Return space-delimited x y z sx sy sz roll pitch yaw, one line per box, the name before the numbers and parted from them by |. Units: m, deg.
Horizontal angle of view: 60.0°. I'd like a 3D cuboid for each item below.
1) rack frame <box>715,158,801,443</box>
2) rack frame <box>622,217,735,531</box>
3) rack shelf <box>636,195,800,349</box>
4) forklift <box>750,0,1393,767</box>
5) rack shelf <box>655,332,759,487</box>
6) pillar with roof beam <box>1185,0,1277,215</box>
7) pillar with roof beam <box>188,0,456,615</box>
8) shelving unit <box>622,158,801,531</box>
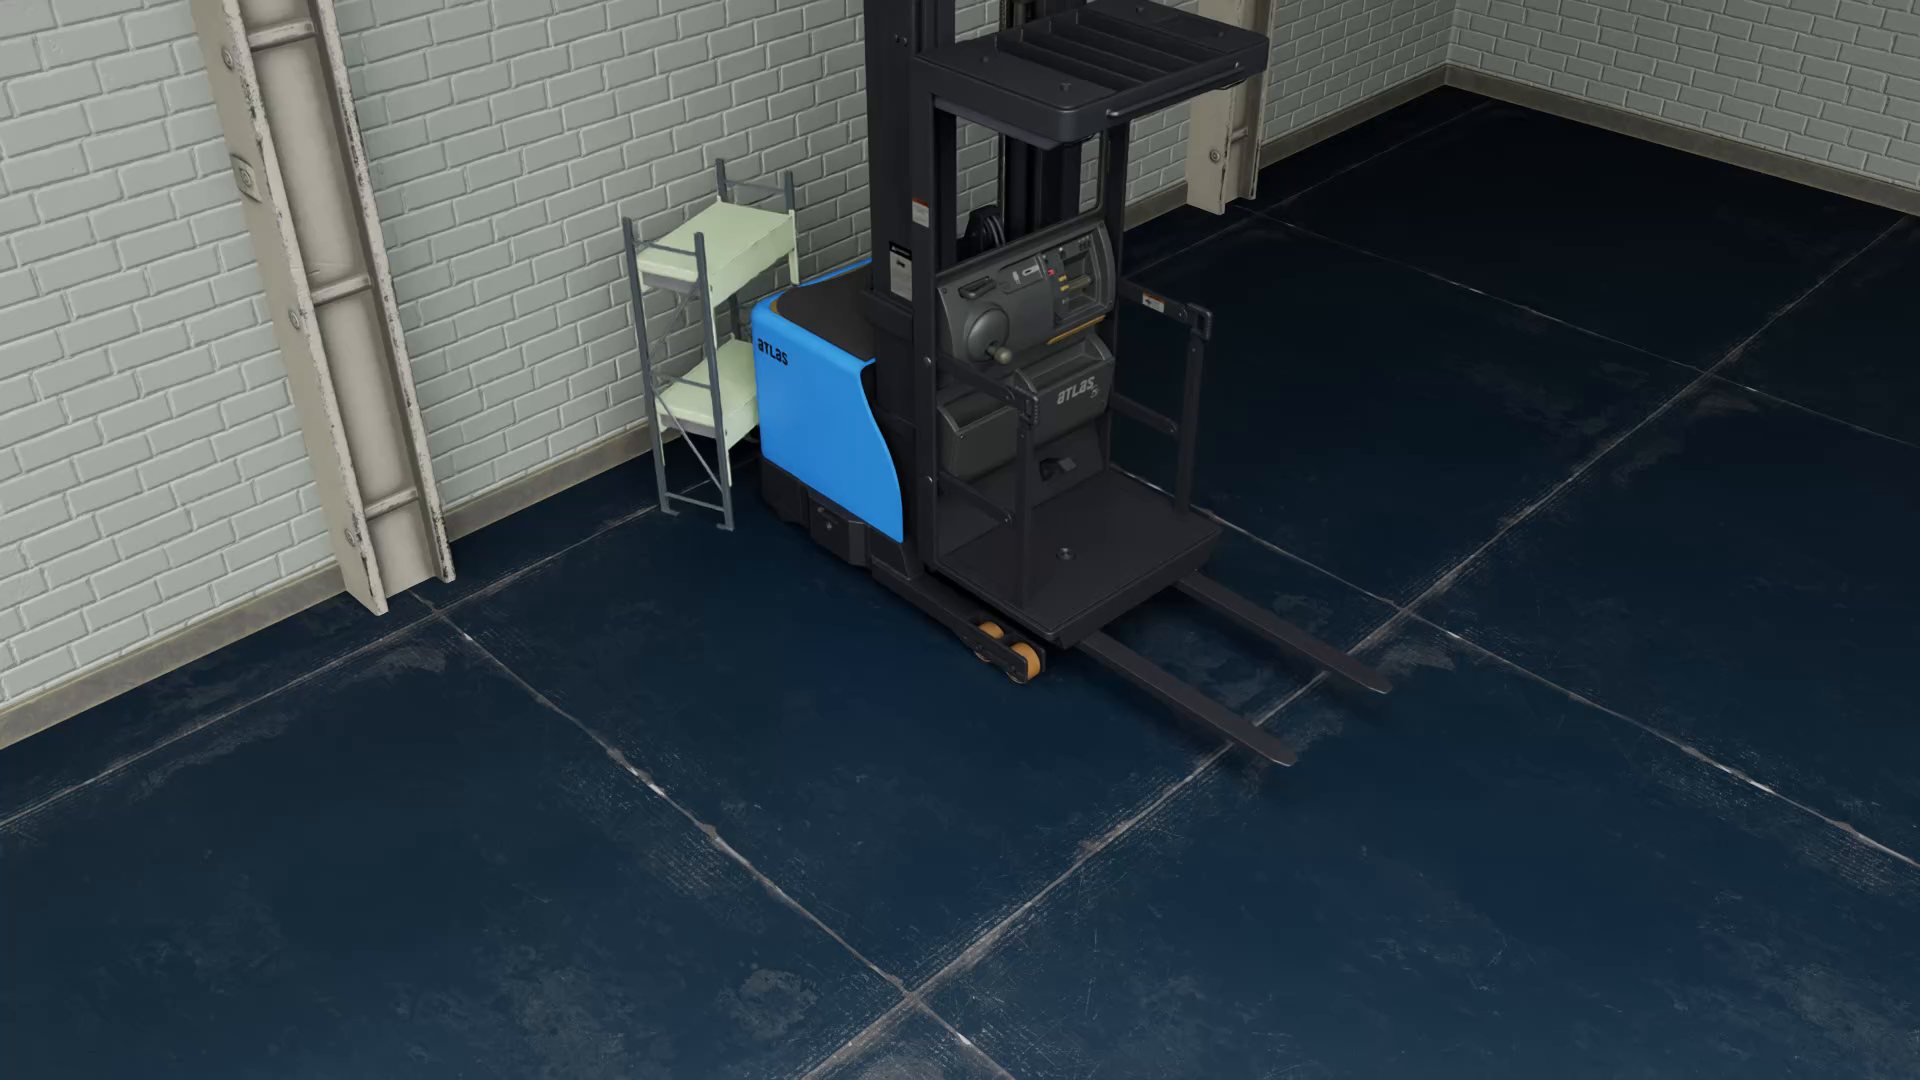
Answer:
rack frame | -0.932 -1.088 7.994 0.400 1.500 0.023 15 38 21
rack frame | -1.252 -0.712 7.455 0.400 1.500 0.023 15 38 21
rack shelf | -1.096 -1.221 7.503 0.431 0.370 0.720 15 38 21
forklift | 0.426 -0.942 6.539 1.130 2.935 3.031 -28 44 -34
rack shelf | -1.088 -0.632 7.910 0.431 0.370 0.720 15 38 21
pillar with roof beam | 4.765 -4.201 5.907 9.100 9.000 0.400 30 45 35
pillar with roof beam | 0.538 -1.765 2.415 9.100 9.000 0.400 30 45 35
shelving unit | -1.092 -0.900 7.725 0.431 1.500 0.755 15 38 21
